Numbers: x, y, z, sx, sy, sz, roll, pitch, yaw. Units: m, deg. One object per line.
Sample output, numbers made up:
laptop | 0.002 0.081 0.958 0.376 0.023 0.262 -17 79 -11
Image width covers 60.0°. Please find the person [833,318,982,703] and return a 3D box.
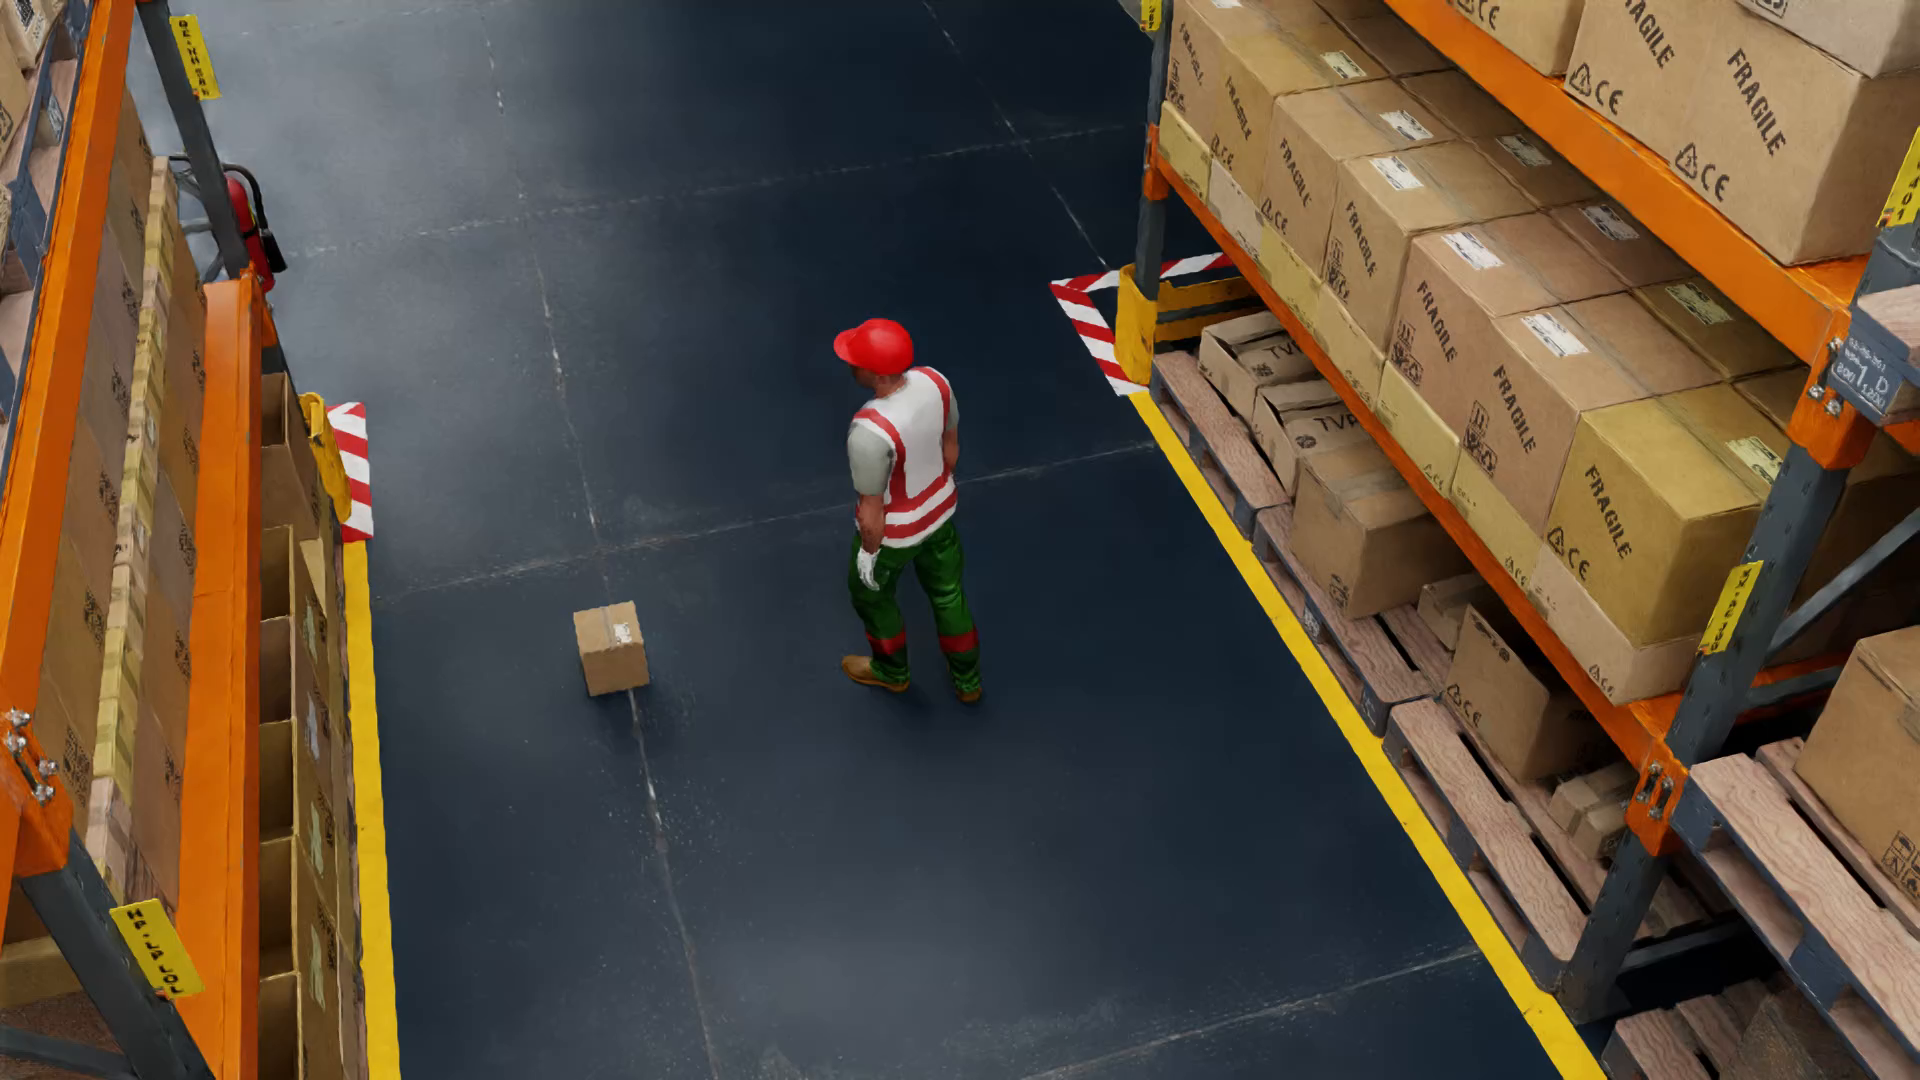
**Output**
person | -0.194 -0.078 6.231 0.565 1.781 0.568 30 50 29
